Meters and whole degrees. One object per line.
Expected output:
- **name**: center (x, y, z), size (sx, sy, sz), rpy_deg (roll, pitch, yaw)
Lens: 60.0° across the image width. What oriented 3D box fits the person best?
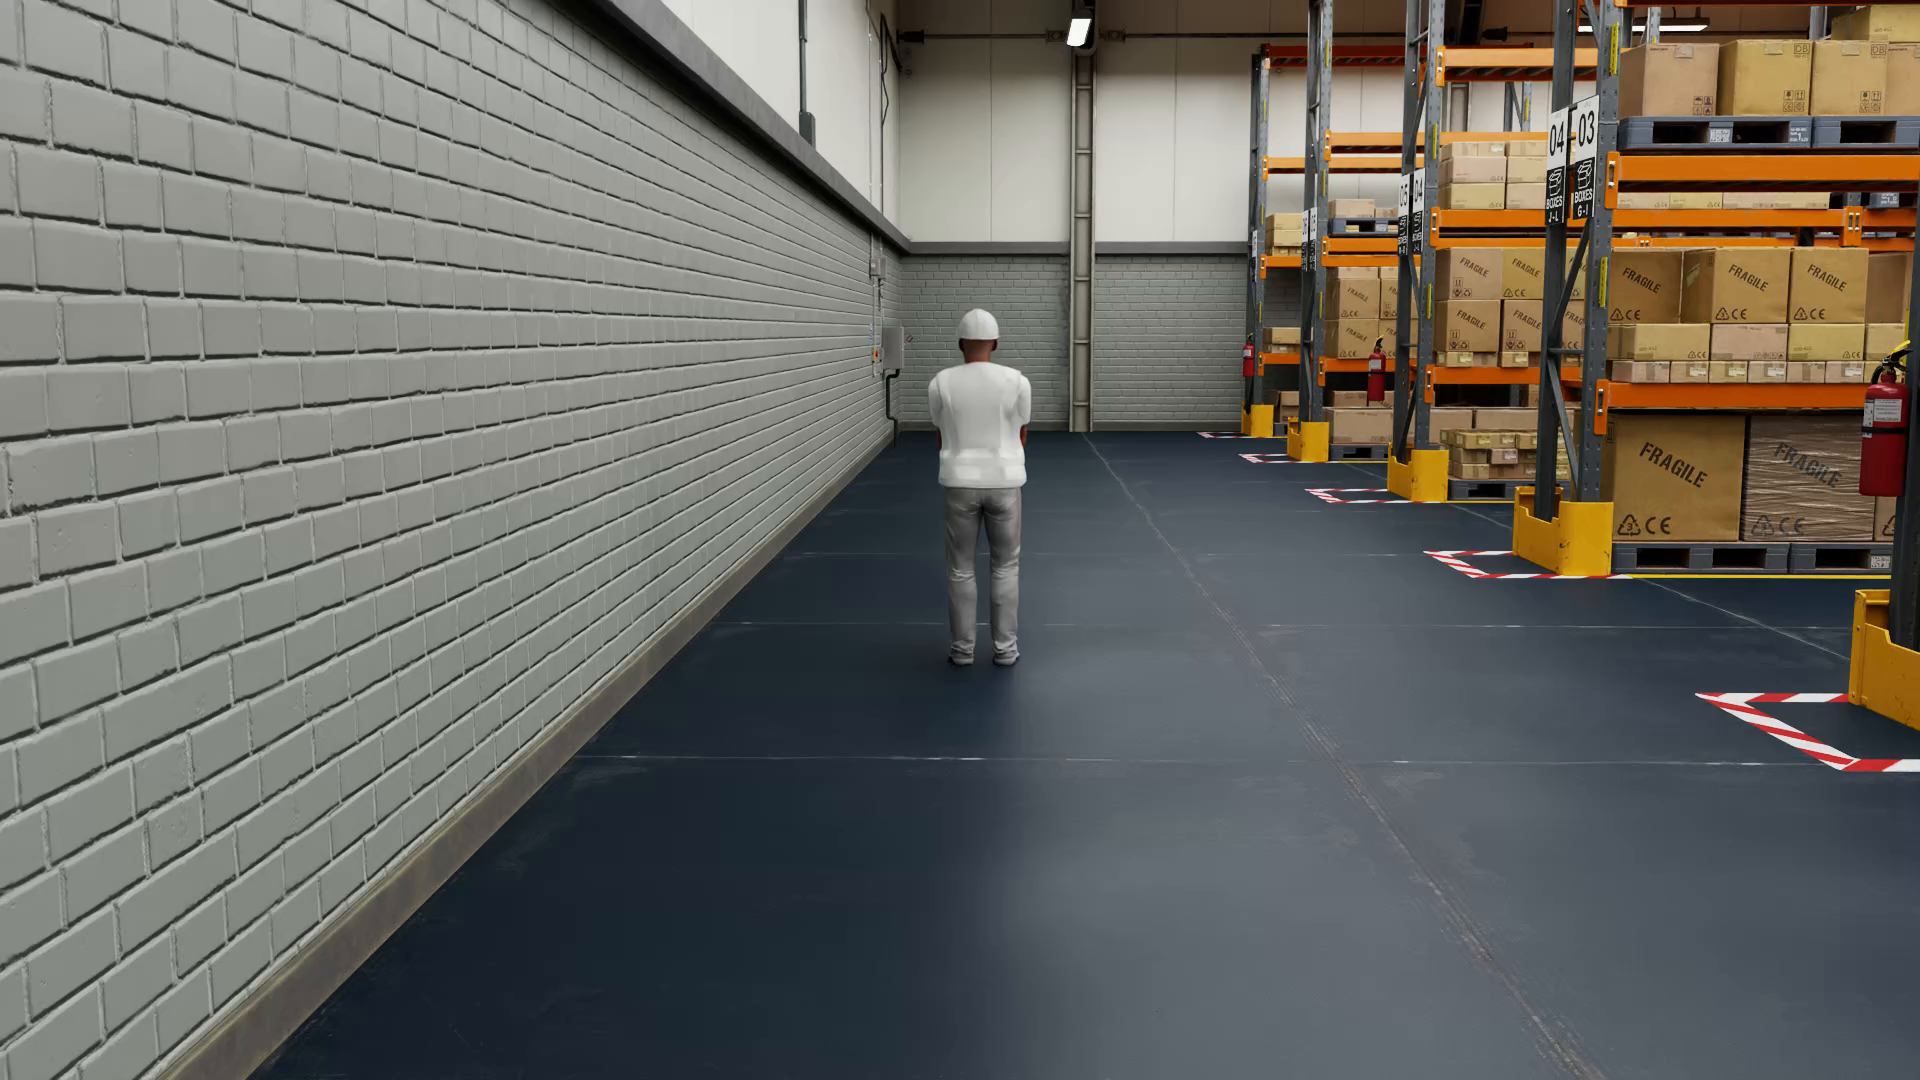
- **person**: center (0.100, -0.268, 8.316), size (0.504, 1.762, 0.566), rpy_deg (0, 7, 2)
